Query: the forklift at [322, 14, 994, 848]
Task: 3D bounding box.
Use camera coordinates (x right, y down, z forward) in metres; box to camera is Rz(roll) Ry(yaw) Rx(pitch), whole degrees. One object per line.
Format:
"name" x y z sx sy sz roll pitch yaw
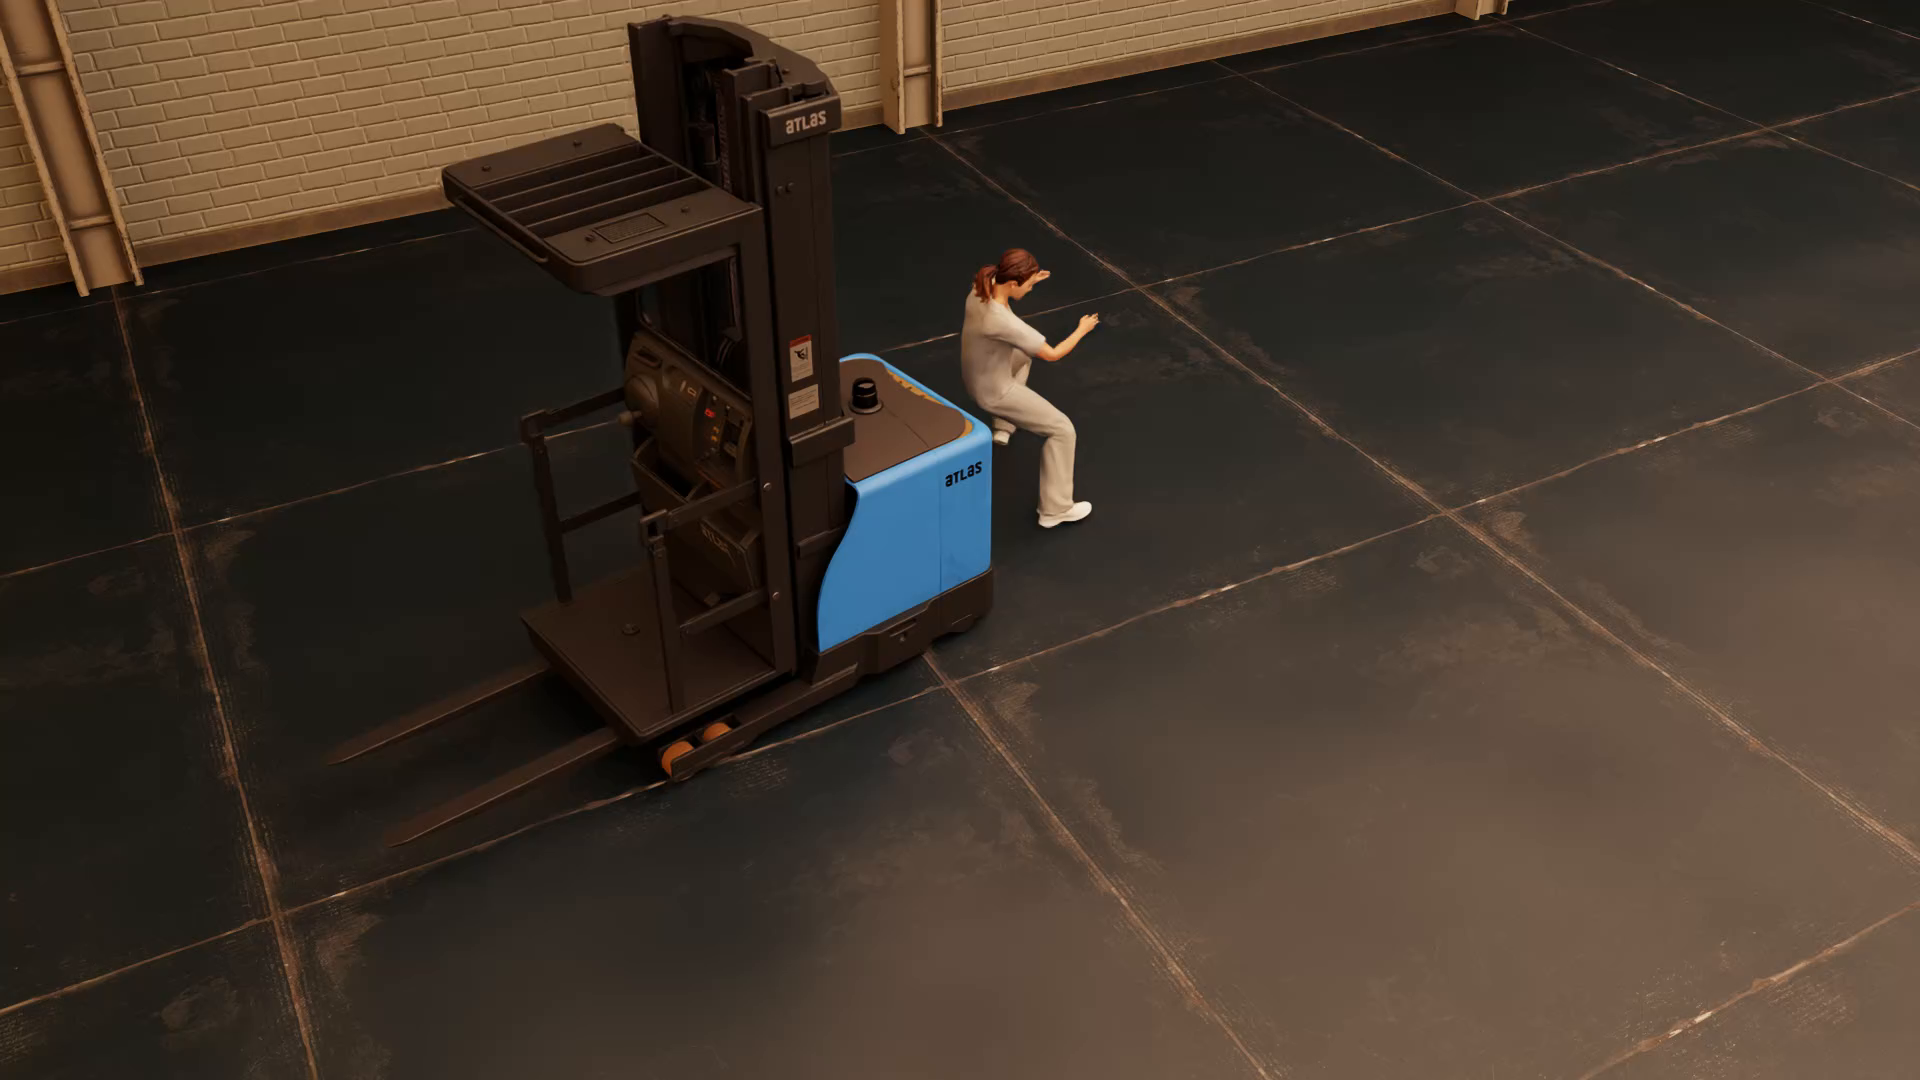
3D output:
"forklift" -1.299 -0.503 6.834 3.031 2.935 1.130 -25 42 -31

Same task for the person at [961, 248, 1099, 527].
"person" 0.362 -0.898 8.692 0.697 1.423 0.929 -10 37 -14
